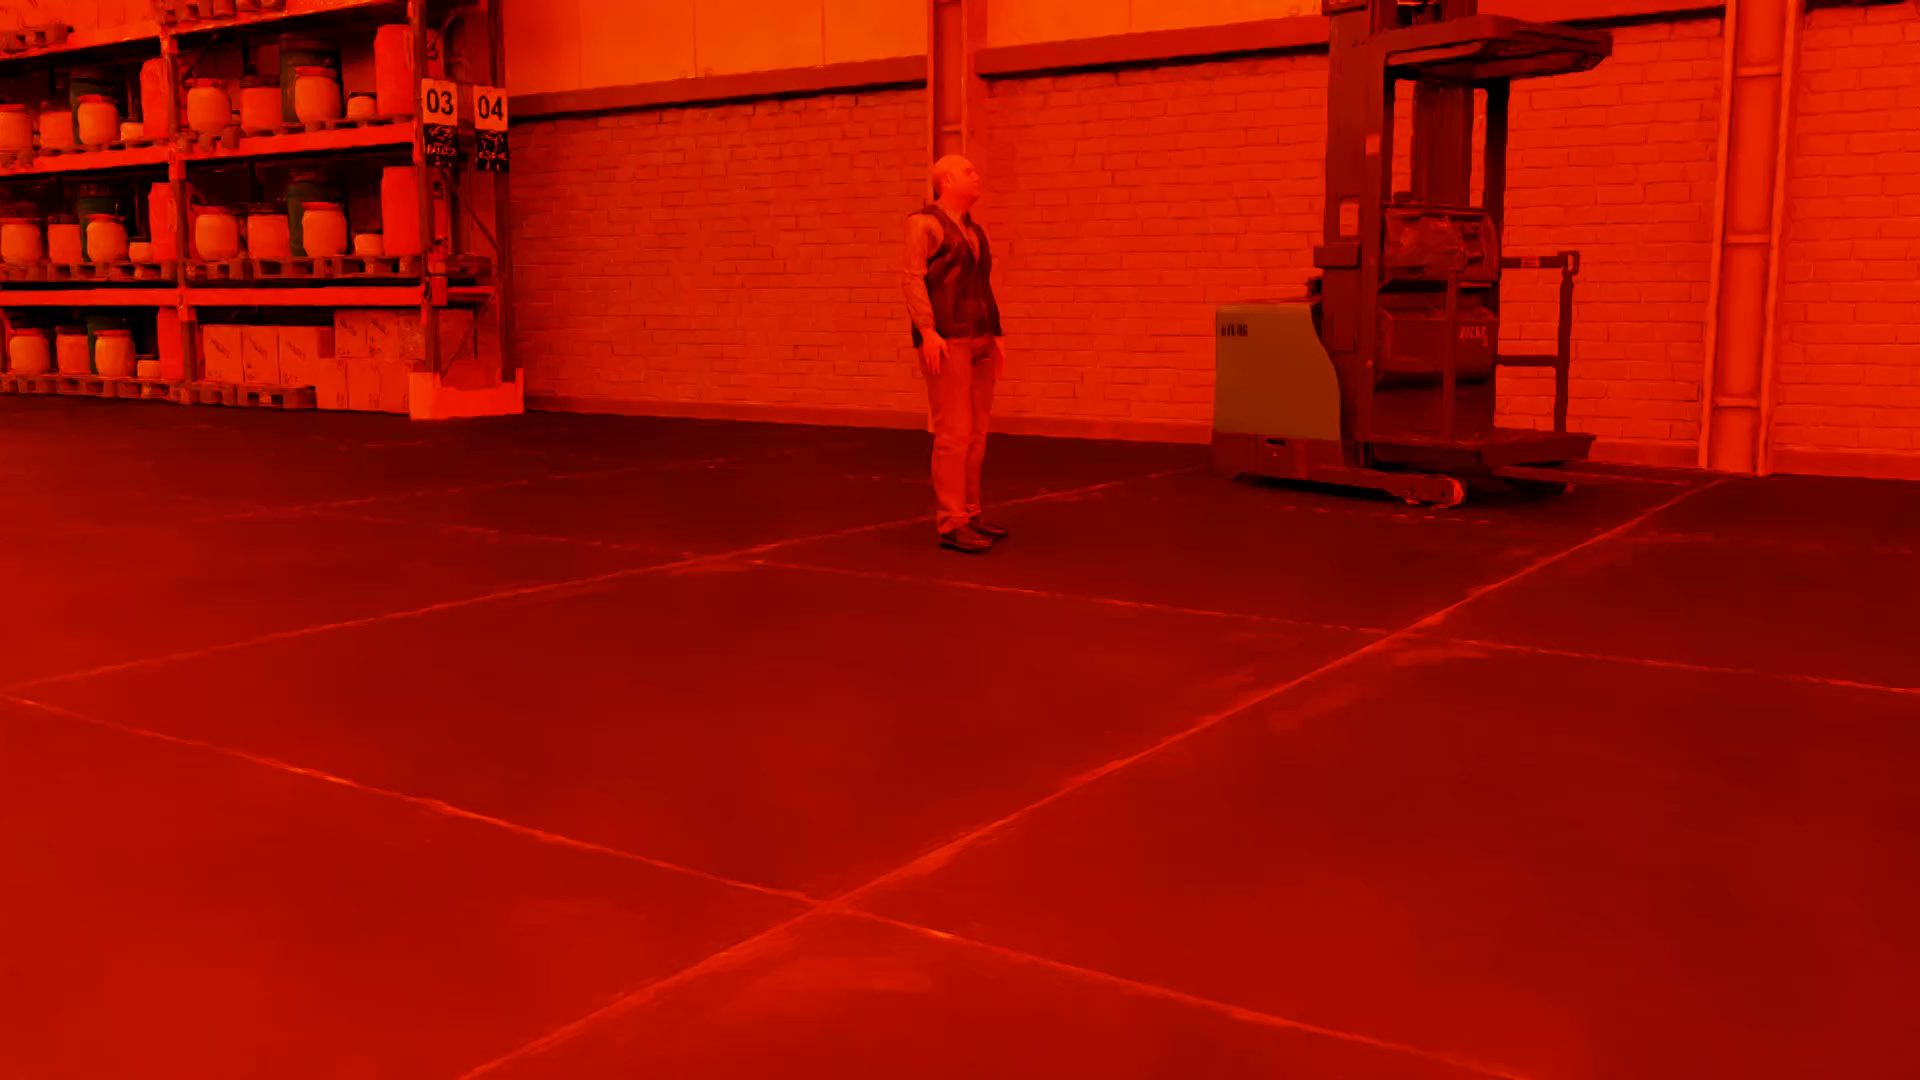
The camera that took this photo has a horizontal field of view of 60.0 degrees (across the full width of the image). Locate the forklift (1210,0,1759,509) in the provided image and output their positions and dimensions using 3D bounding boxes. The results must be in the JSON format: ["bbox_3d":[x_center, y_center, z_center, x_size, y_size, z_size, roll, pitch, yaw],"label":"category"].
[{"bbox_3d":[2.802,-1.691,9.082,1.130,2.935,3.031,-6,10,-36],"label":"forklift"}]

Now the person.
[{"bbox_3d":[0.047,-0.853,7.440,0.567,1.720,0.632,5,10,34],"label":"person"}]
